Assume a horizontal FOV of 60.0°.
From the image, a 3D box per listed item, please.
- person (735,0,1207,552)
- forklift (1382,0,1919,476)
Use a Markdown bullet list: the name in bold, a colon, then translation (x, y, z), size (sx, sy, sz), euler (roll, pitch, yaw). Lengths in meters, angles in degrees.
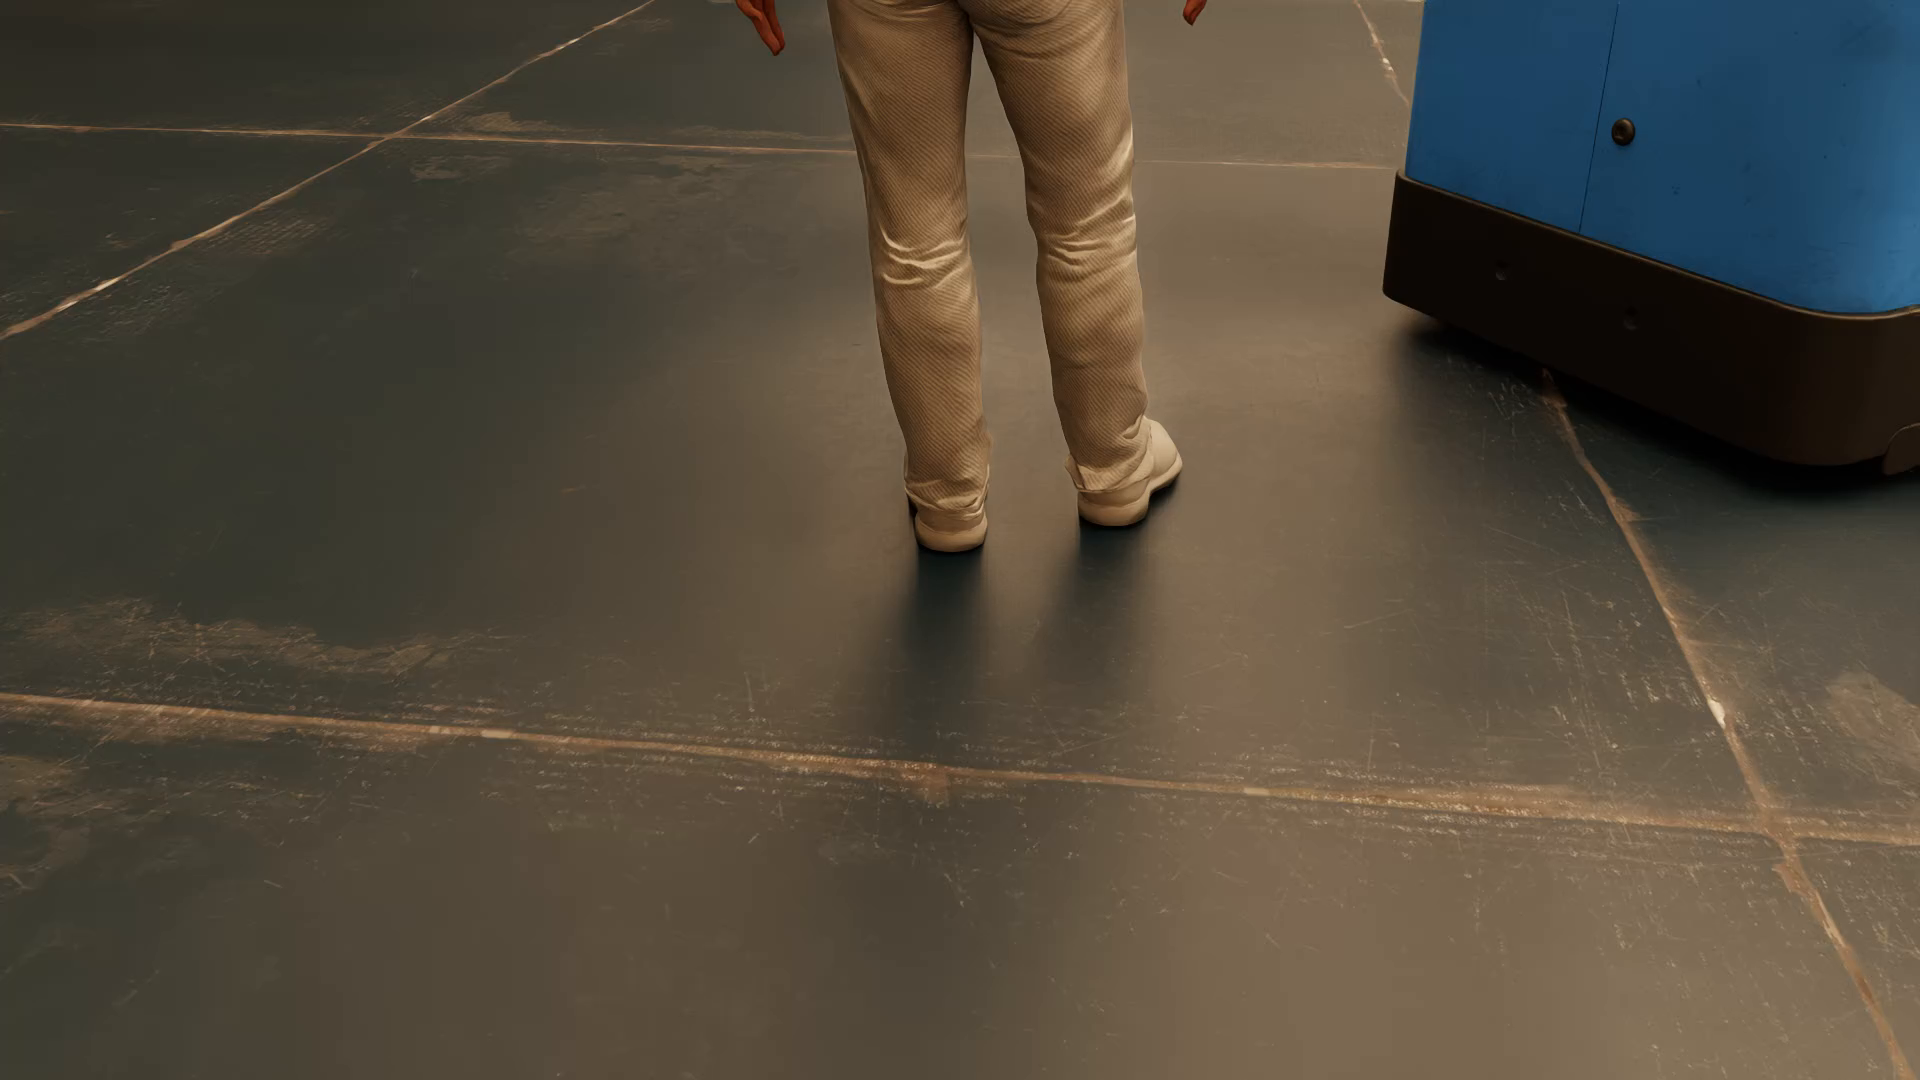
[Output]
- **person**: translation (0.015, -0.827, 2.163), size (0.666, 1.765, 0.577), euler (3, 27, 7)
- **forklift**: translation (2.397, -1.861, 2.946), size (3.031, 2.935, 1.130), euler (-13, 29, -24)
